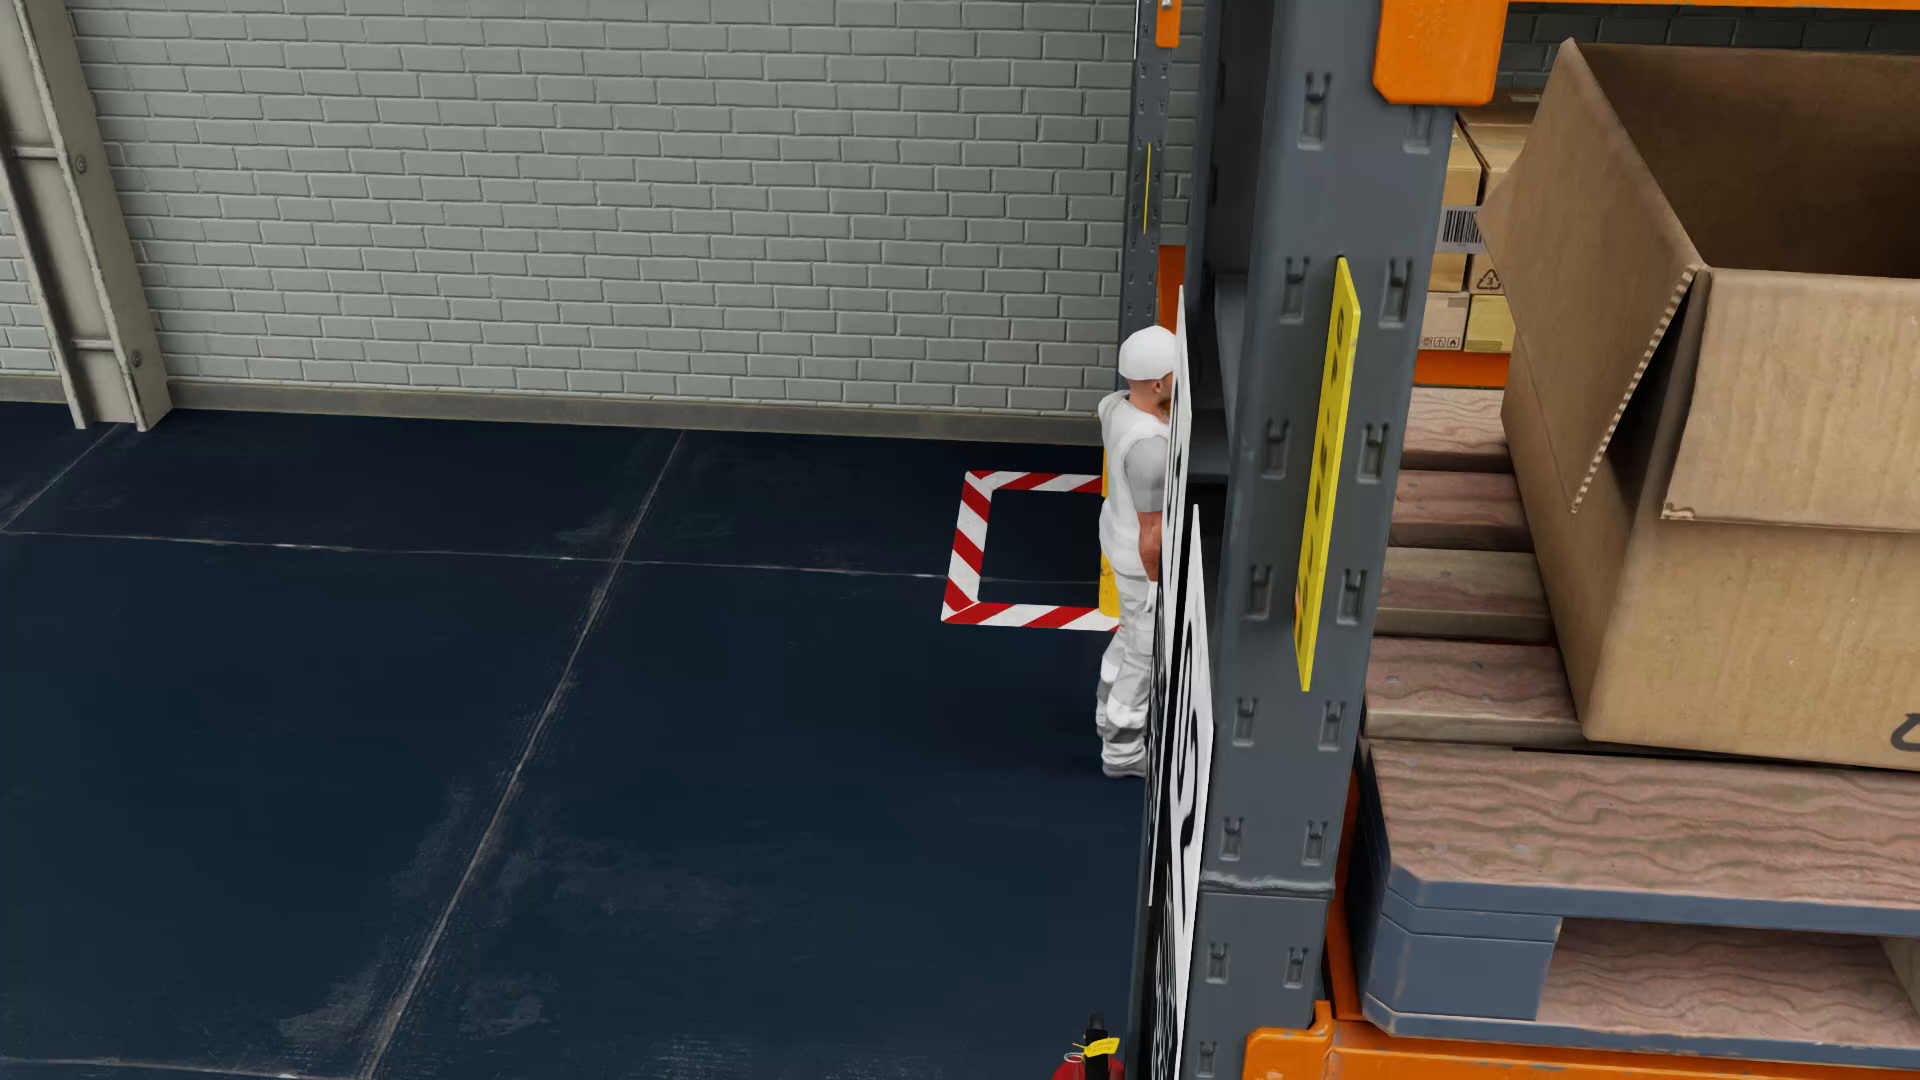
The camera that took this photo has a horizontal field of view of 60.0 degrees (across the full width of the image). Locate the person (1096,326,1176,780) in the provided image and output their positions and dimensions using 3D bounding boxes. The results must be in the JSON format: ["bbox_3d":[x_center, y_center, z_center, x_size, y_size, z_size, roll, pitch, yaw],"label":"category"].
[{"bbox_3d":[0.675,0.052,6.029,0.352,1.786,0.524,-4,32,-6],"label":"person"}]
